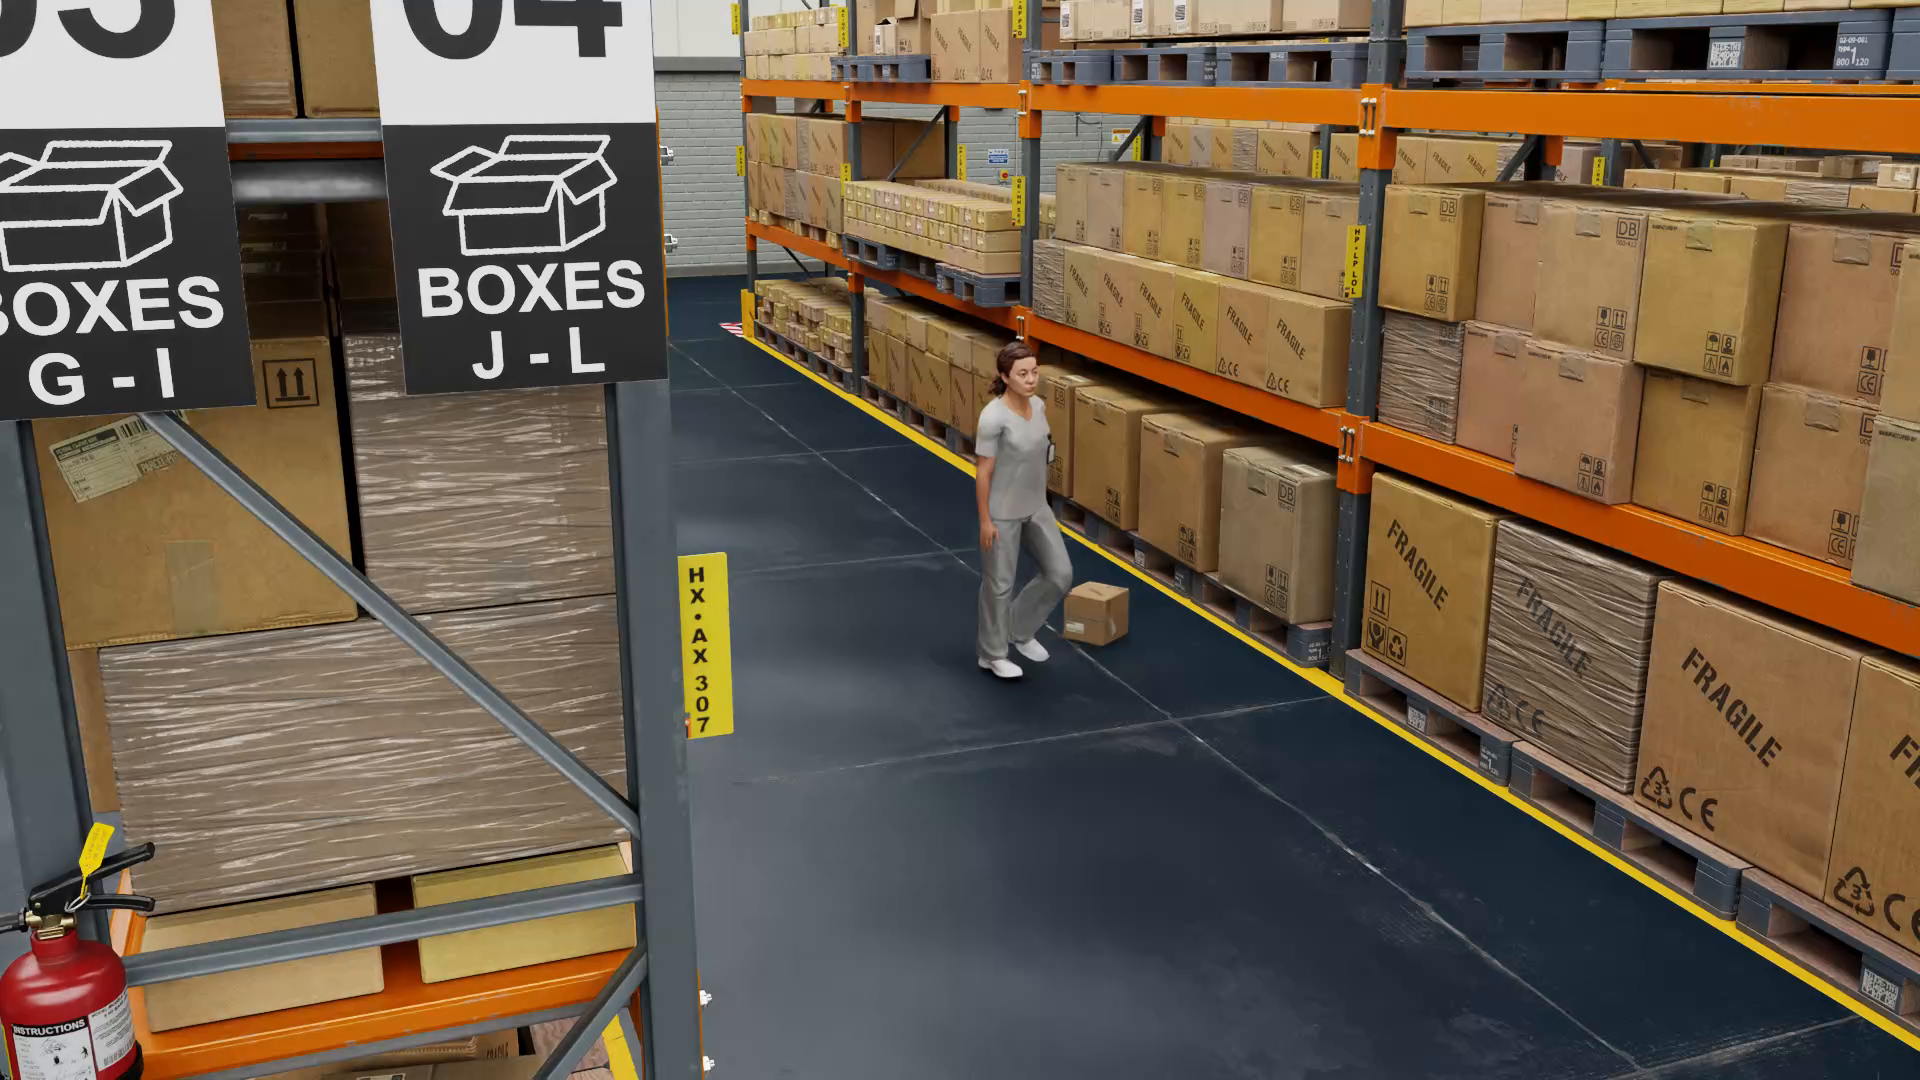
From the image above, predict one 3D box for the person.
[{"bbox_3d":[0.252,-0.128,7.936,0.493,1.657,0.479,-13,20,-39],"label":"person"}]
